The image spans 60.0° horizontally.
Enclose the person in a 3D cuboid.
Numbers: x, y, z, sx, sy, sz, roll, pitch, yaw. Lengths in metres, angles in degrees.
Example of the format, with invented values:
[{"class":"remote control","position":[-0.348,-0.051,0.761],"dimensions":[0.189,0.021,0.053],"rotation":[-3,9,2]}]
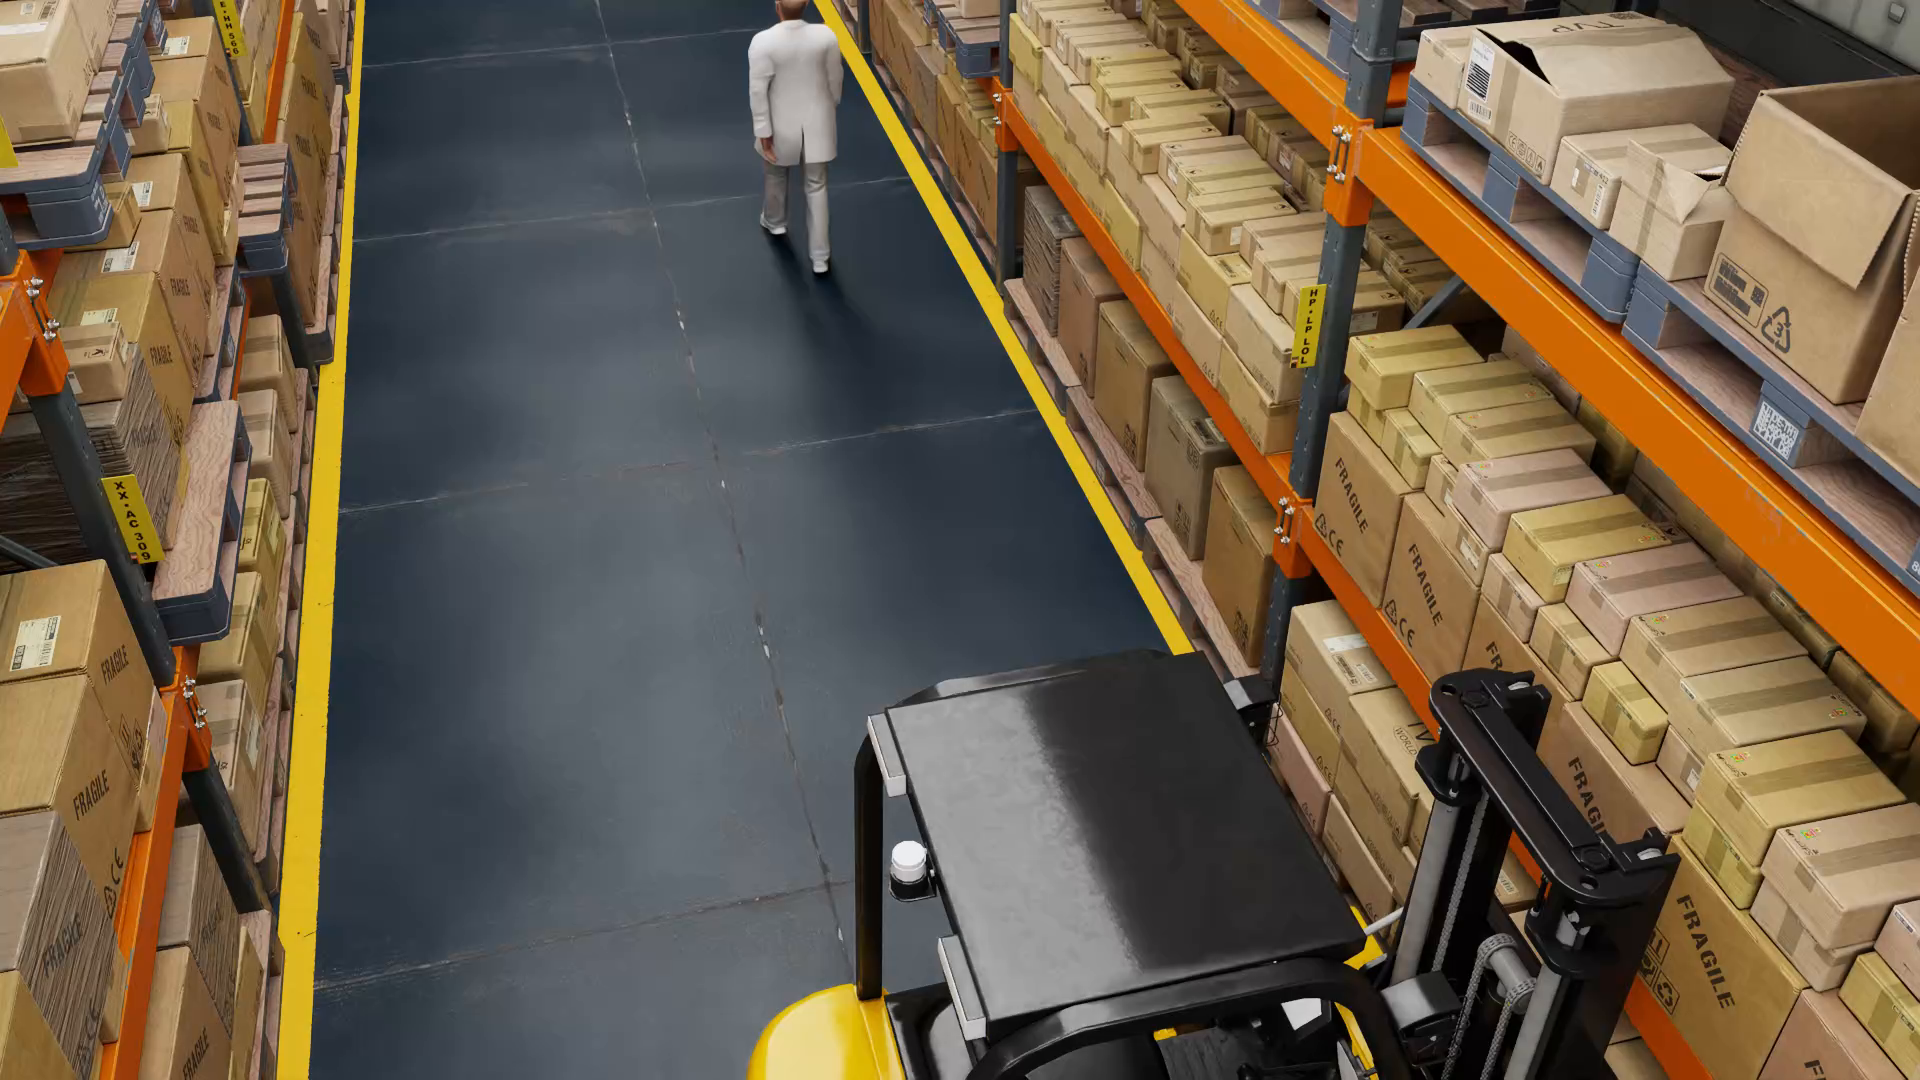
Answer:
[{"class":"person","position":[-0.986,-2.571,10.031],"dimensions":[0.572,1.755,0.894],"rotation":[-7,38,-9]}]
